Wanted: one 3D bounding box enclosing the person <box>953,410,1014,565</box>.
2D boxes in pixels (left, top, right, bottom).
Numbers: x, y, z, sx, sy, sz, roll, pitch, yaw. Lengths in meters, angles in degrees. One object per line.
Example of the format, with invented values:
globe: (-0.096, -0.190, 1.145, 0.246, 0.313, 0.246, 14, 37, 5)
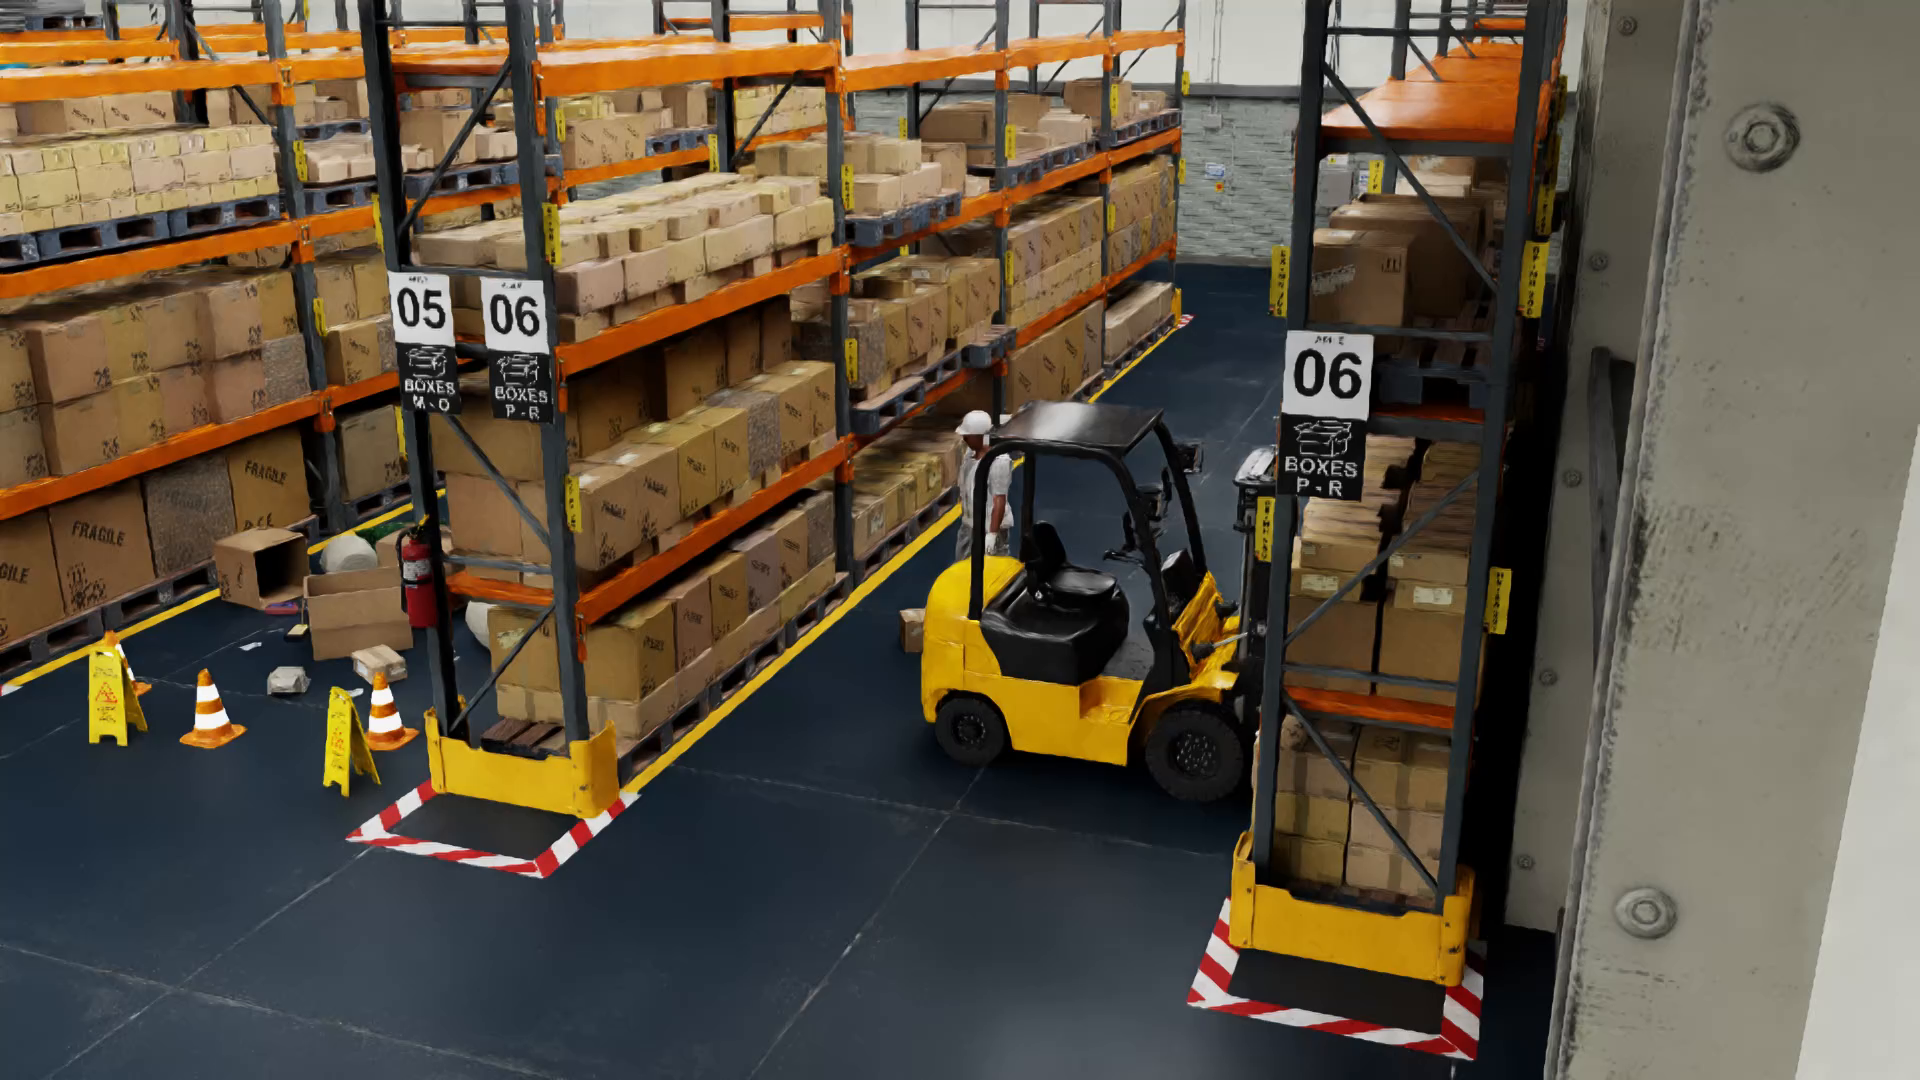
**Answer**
person: (0.137, -0.062, 12.258, 0.523, 1.829, 0.681, -10, 21, -28)
